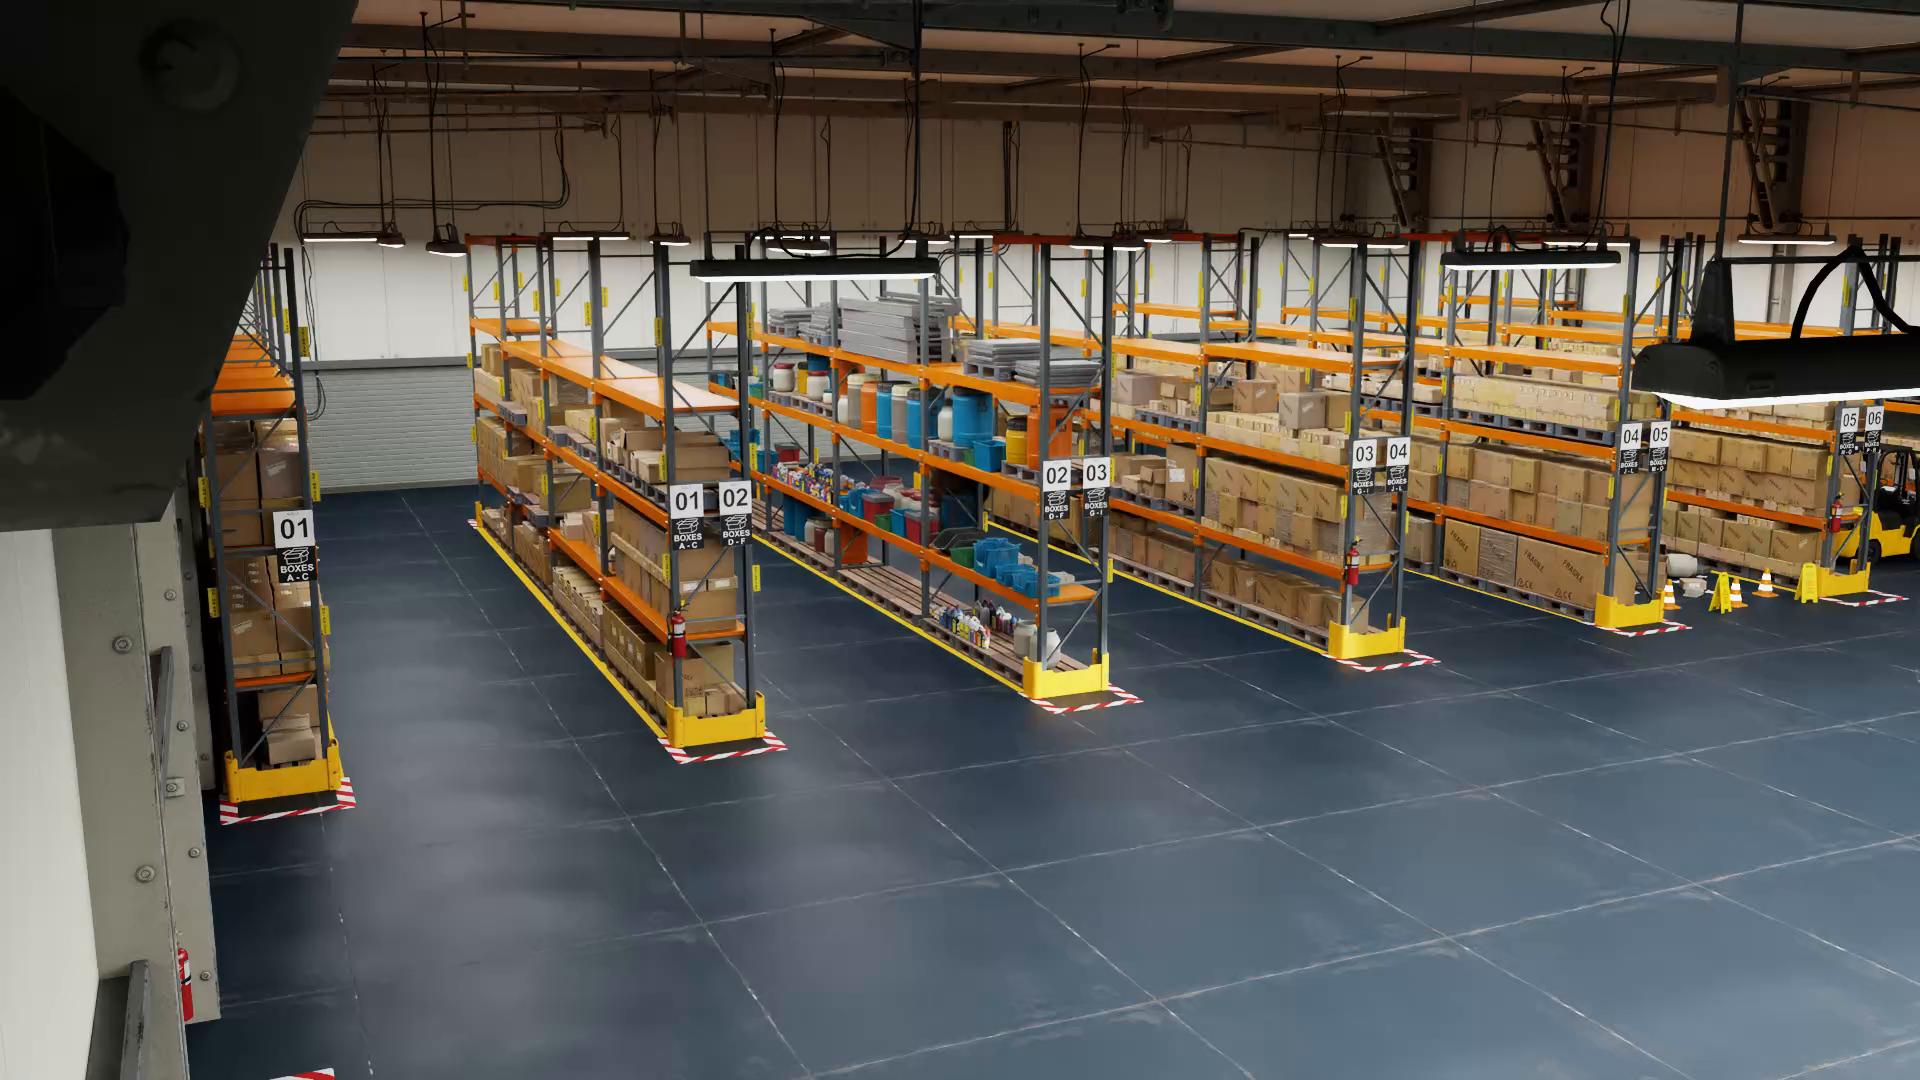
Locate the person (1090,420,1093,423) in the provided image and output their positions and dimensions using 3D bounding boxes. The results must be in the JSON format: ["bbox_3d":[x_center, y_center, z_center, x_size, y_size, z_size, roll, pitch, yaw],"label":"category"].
[{"bbox_3d":[2.936,-1.988,38.768,0.652,1.835,0.743,-3,11,-17],"label":"person"}]

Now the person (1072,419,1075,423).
[{"bbox_3d":[2.512,-2.123,39.830,0.719,1.618,0.559,-1,11,-6],"label":"person"}]

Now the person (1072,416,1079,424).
[{"bbox_3d":[2.561,-2.281,40.255,0.744,1.741,0.951,4,12,21],"label":"person"}]
